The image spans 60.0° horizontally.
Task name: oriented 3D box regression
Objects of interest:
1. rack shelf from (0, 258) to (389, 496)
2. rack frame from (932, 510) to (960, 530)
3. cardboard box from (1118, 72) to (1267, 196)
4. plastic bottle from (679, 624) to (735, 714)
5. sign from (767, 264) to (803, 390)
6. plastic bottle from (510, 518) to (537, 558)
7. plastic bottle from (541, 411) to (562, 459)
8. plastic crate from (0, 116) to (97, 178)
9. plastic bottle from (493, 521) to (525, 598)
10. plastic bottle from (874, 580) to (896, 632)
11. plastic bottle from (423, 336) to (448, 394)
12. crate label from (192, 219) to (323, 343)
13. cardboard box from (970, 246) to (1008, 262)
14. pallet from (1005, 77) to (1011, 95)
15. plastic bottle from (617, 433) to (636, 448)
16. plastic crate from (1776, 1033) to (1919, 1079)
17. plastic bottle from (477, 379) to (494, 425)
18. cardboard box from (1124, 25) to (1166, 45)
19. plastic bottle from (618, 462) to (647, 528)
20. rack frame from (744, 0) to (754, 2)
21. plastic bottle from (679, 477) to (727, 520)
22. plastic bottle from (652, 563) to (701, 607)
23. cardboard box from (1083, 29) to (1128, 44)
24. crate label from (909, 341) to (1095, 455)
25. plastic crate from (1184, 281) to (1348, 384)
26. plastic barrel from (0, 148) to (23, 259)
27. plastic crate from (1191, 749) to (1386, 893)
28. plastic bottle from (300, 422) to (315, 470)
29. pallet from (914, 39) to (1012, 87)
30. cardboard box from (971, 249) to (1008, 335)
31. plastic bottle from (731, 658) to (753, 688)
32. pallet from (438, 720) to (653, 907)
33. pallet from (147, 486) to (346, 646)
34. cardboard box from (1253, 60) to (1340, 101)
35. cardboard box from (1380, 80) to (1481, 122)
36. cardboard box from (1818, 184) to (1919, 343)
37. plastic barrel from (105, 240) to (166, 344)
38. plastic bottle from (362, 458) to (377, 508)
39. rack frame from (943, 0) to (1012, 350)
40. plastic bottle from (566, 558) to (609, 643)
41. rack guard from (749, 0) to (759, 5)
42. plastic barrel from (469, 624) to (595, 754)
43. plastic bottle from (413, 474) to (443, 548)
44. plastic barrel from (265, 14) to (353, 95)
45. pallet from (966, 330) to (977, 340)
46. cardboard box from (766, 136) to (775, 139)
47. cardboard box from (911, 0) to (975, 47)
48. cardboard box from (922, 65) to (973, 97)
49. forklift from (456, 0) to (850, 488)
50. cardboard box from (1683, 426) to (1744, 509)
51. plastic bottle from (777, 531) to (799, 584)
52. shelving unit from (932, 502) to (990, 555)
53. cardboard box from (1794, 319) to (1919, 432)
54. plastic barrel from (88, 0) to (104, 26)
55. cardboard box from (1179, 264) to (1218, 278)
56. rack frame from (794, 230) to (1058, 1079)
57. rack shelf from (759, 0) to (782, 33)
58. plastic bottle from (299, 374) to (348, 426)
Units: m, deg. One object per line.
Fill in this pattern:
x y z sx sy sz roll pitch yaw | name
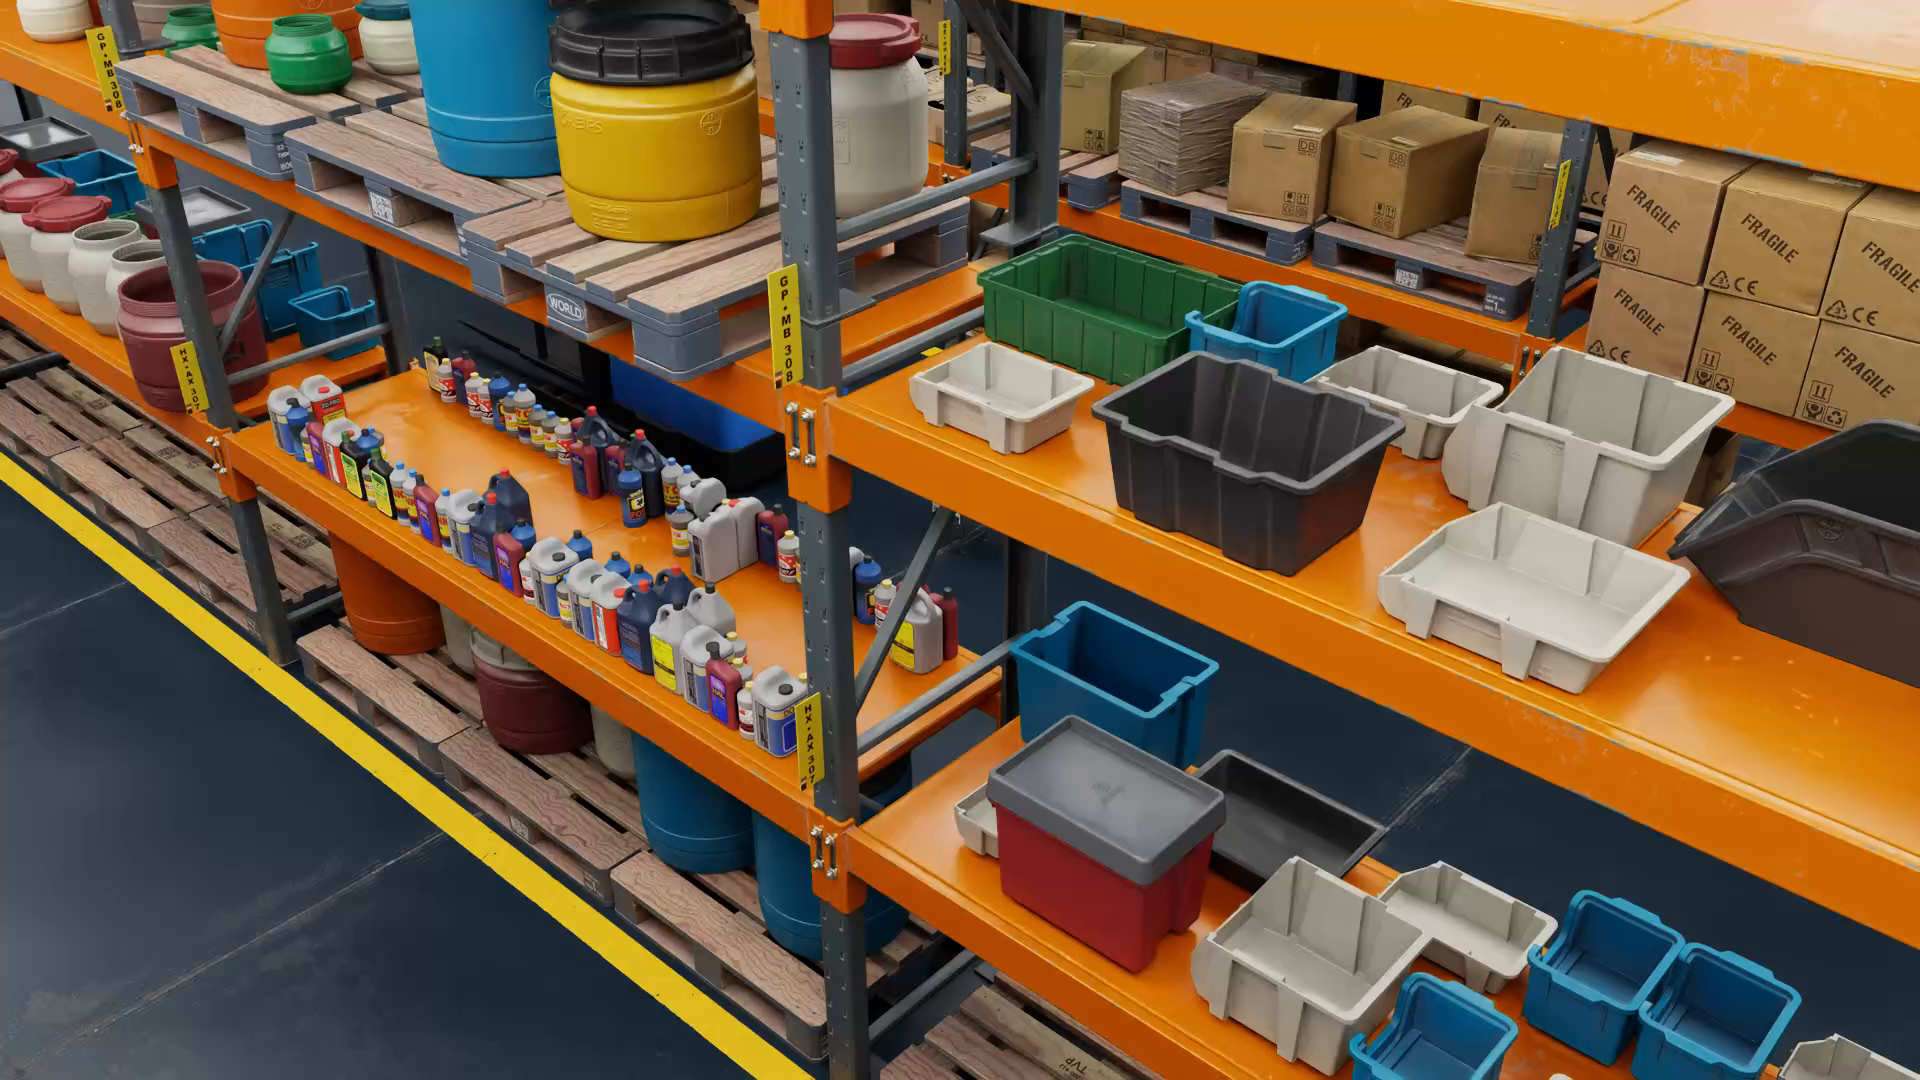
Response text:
-4.533 -1.244 9.106 4.000 0.370 1.077 25 39 35 | rack shelf
-0.069 -0.418 9.072 0.006 0.900 0.240 25 39 35 | rack frame
1.369 -2.412 9.844 0.700 0.500 0.500 -21 37 -31 | cardboard box
-0.865 0.438 5.735 0.135 0.276 0.152 25 39 35 | plastic bottle
-0.455 -0.555 4.347 0.005 0.325 0.100 25 39 35 | sign
-1.673 0.039 6.401 0.097 0.271 0.097 0 31 0 | plastic bottle
-1.787 -0.470 7.314 0.097 0.201 0.097 0 31 0 | plastic bottle
-5.452 -2.222 9.970 0.583 0.464 0.402 25 39 35 | plastic crate
-1.713 0.071 6.337 0.133 0.283 0.061 25 39 35 | plastic bottle
-0.267 0.240 6.136 0.097 0.201 0.097 0 31 0 | plastic bottle
-2.464 -0.834 7.840 0.133 0.283 0.061 25 39 35 | plastic bottle
-3.606 -1.323 8.505 0.616 0.435 0.502 25 39 35 | crate label
0.085 -2.049 12.004 0.500 0.250 0.500 25 39 35 | cardboard box
1.210 -4.570 16.636 1.213 0.211 1.003 25 39 35 | pallet
-1.381 -0.328 7.000 0.133 0.283 0.061 25 39 35 | plastic bottle
2.233 1.407 4.202 0.298 0.136 0.250 25 39 35 | plastic crate
-2.148 -0.638 7.594 0.097 0.201 0.097 0 31 0 | plastic bottle
1.906 -4.894 15.741 0.500 0.250 0.500 24 38 34 | cardboard box
-1.340 -0.190 6.783 0.097 0.271 0.097 0 31 0 | plastic bottle
-2.334 -7.418 18.663 0.127 3.000 1.000 25 39 35 | rack frame
-1.031 -0.130 6.677 0.135 0.276 0.152 25 39 35 | plastic bottle
-1.026 0.233 6.003 0.185 0.351 0.144 25 39 35 | plastic bottle
1.605 -4.743 16.217 0.500 0.500 0.700 24 39 34 | cardboard box
0.084 -0.368 4.301 0.466 0.136 0.293 25 39 35 | crate label
0.804 -0.497 4.420 0.300 0.233 0.416 25 39 35 | plastic crate
-5.454 -1.888 9.346 0.433 0.535 0.433 0 31 0 | plastic barrel
0.925 0.901 5.054 0.590 0.125 0.437 25 39 35 | plastic crate
-2.807 -0.418 7.228 0.097 0.201 0.097 0 31 0 | plastic bottle
0.110 -5.058 17.446 1.213 0.211 1.003 25 39 35 | pallet
0.422 -1.604 11.003 0.500 0.500 0.500 27 40 37 | cardboard box
-0.756 0.497 5.709 0.097 0.201 0.097 0 31 0 | plastic bottle
-1.538 1.013 7.362 1.213 0.211 1.003 25 39 35 | pallet
-3.599 0.051 8.960 1.213 0.211 1.003 25 39 35 | pallet
3.029 -3.996 14.976 0.500 0.500 0.700 26 39 36 | cardboard box
4.055 -3.603 14.004 0.750 0.750 0.750 24 39 34 | cardboard box
4.166 -1.213 7.290 0.500 0.500 0.500 24 38 34 | cardboard box
-3.957 -1.183 8.198 0.421 0.512 0.421 0 31 0 | plastic barrel
-2.437 -0.245 6.941 0.097 0.201 0.097 0 31 0 | plastic bottle
0.276 -2.753 10.915 0.127 3.000 1.000 25 39 35 | rack frame
-1.339 0.217 6.102 0.135 0.276 0.152 25 39 35 | plastic bottle
-2.278 -6.320 19.264 0.348 0.500 1.175 25 39 35 | rack guard
-1.839 0.546 7.365 0.708 0.588 0.600 25 39 35 | plastic barrel
-2.121 -0.120 6.654 0.133 0.283 0.061 25 39 35 | plastic bottle
-2.419 -1.804 6.174 0.294 0.245 0.294 0 31 0 | plastic barrel
0.804 -1.286 11.181 1.213 0.211 1.003 25 39 35 | pallet
-1.439 -2.998 13.037 0.500 0.311 0.500 25 39 35 | cardboard box
-0.165 -5.495 17.466 0.500 0.500 0.500 22 37 32 | cardboard box
-0.257 -3.099 11.575 0.500 0.311 0.500 25 39 35 | cardboard box
-2.091 -2.191 10.048 3.031 2.935 1.130 25 39 35 | forklift
3.855 -0.398 9.000 0.500 0.500 0.500 25 39 35 | cardboard box
-0.656 0.058 6.437 0.097 0.201 0.097 0 31 0 | plastic bottle
0.006 -0.383 9.013 0.210 0.900 0.258 25 39 35 | shelving unit
4.188 -0.781 7.542 0.500 0.500 0.500 25 39 35 | cardboard box
-3.999 -2.923 7.873 0.708 0.830 0.600 25 39 35 | plastic barrel
1.510 -1.458 10.760 0.500 0.500 0.500 23 38 33 | cardboard box
-0.085 0.524 5.471 0.127 3.000 1.000 25 39 35 | rack frame
-1.568 -2.259 5.363 4.000 0.370 1.077 25 39 35 | rack shelf
-2.845 -0.592 7.446 0.135 0.276 0.152 25 39 35 | plastic bottle
